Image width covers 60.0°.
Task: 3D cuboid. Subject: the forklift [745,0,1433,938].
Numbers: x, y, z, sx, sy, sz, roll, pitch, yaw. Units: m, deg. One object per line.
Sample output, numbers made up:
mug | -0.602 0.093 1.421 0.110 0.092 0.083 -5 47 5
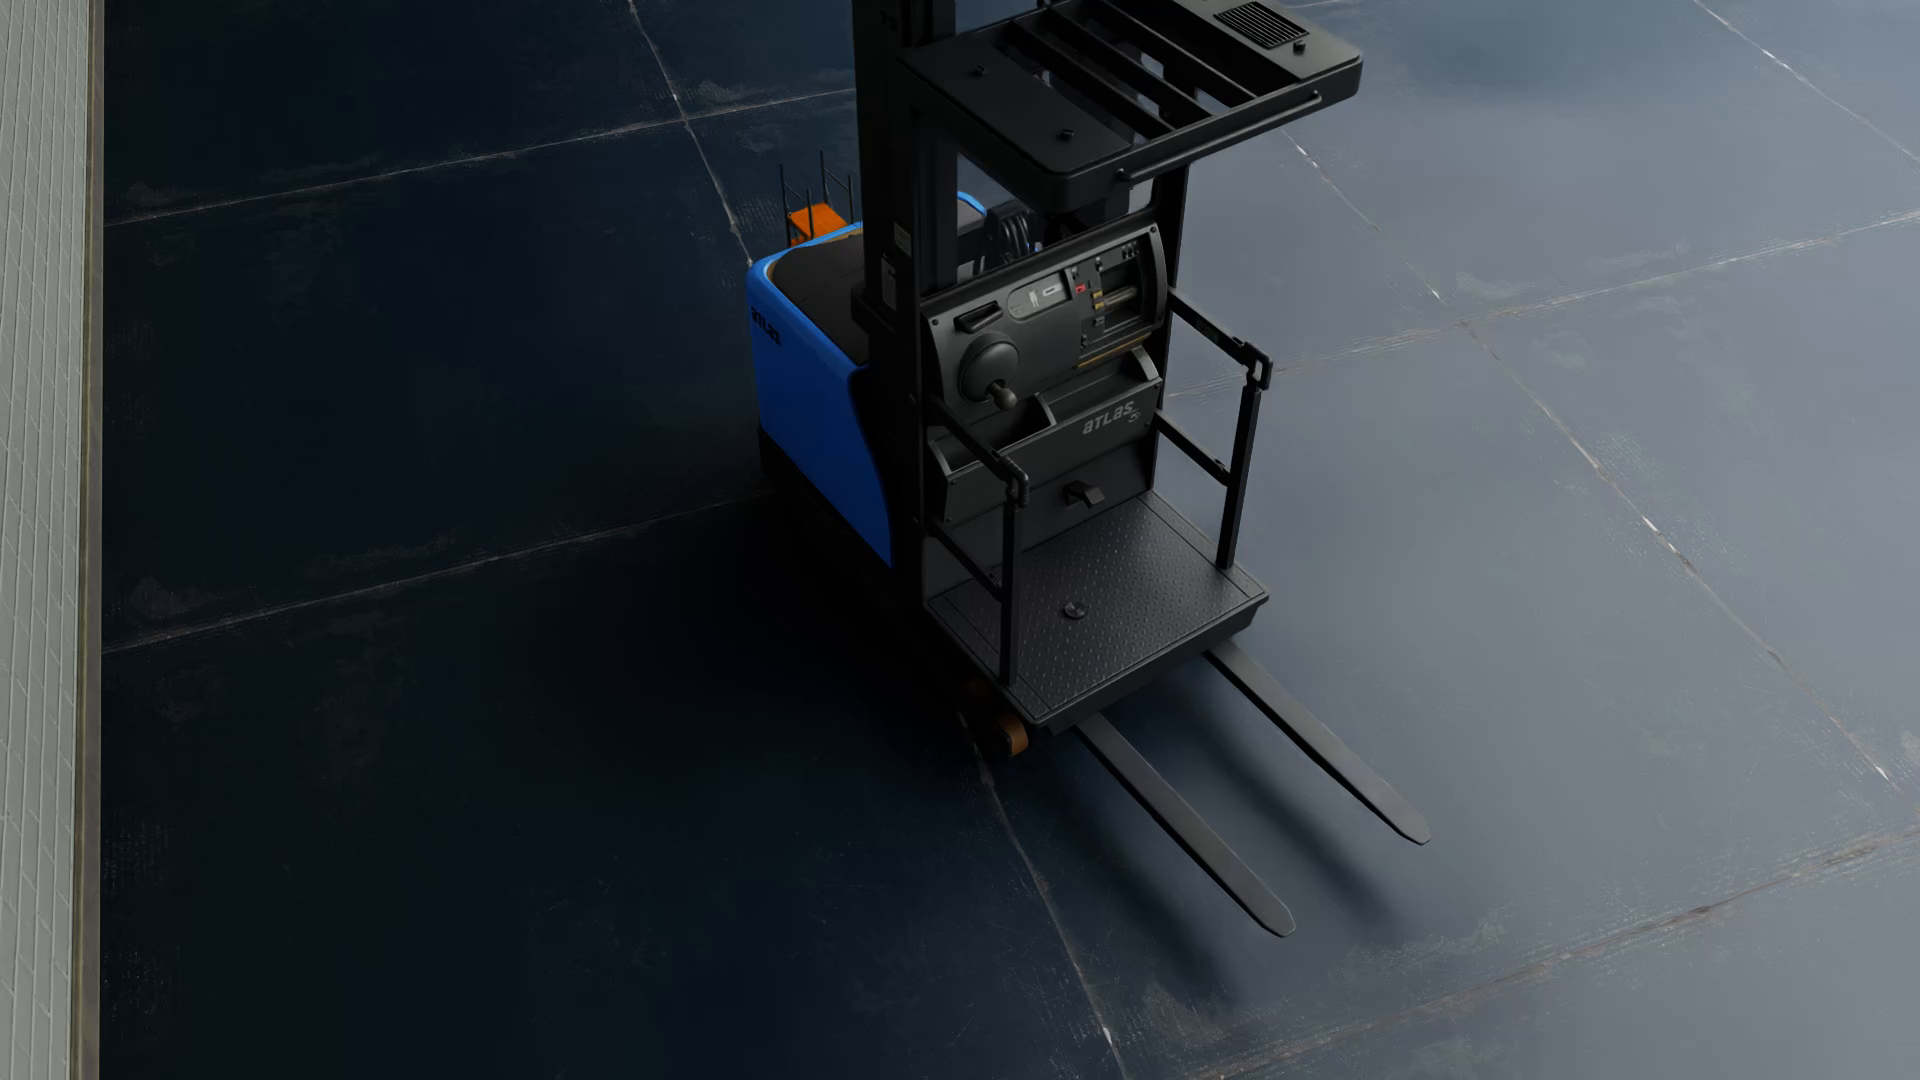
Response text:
forklift | 0.421 -0.649 5.328 1.130 2.935 3.031 -26 51 -24

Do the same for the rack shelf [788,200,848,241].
rack shelf | -0.561 -1.242 6.689 0.180 0.103 0.258 -25 48 -23

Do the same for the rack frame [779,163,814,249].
rack frame | -0.633 -0.977 6.870 0.006 1.200 0.240 -25 48 -23

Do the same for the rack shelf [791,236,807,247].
rack shelf | -0.559 -1.155 6.771 0.180 0.103 0.258 -25 48 -23

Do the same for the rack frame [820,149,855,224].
rack frame | -0.479 -1.048 6.941 0.006 1.200 0.240 -25 48 -23

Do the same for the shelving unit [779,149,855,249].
shelving unit | -0.556 -1.013 6.905 0.189 1.200 0.258 -25 48 -23
